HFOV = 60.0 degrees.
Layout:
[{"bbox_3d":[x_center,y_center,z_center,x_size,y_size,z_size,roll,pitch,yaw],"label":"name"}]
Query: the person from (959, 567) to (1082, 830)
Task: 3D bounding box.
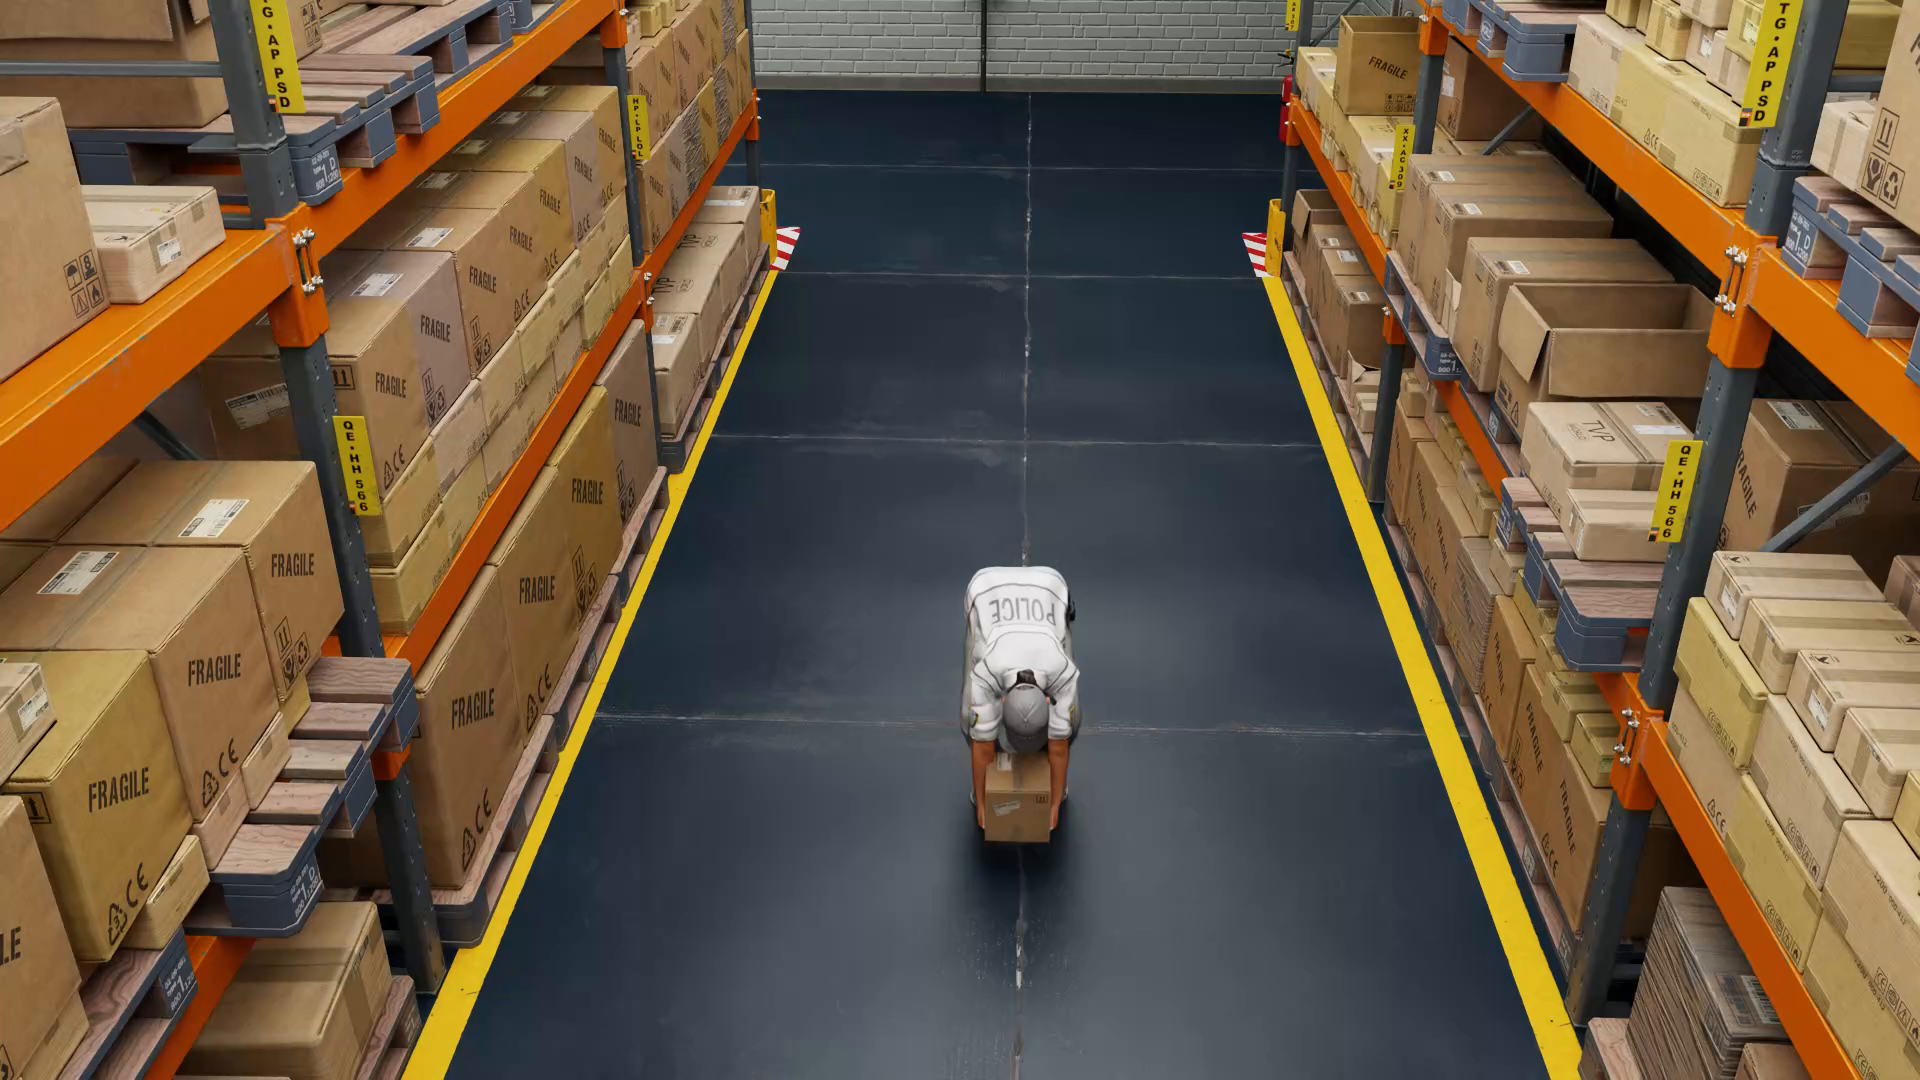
[{"bbox_3d":[0.242,0.672,6.581,0.495,0.990,0.946,0,28,-1],"label":"person"}]
